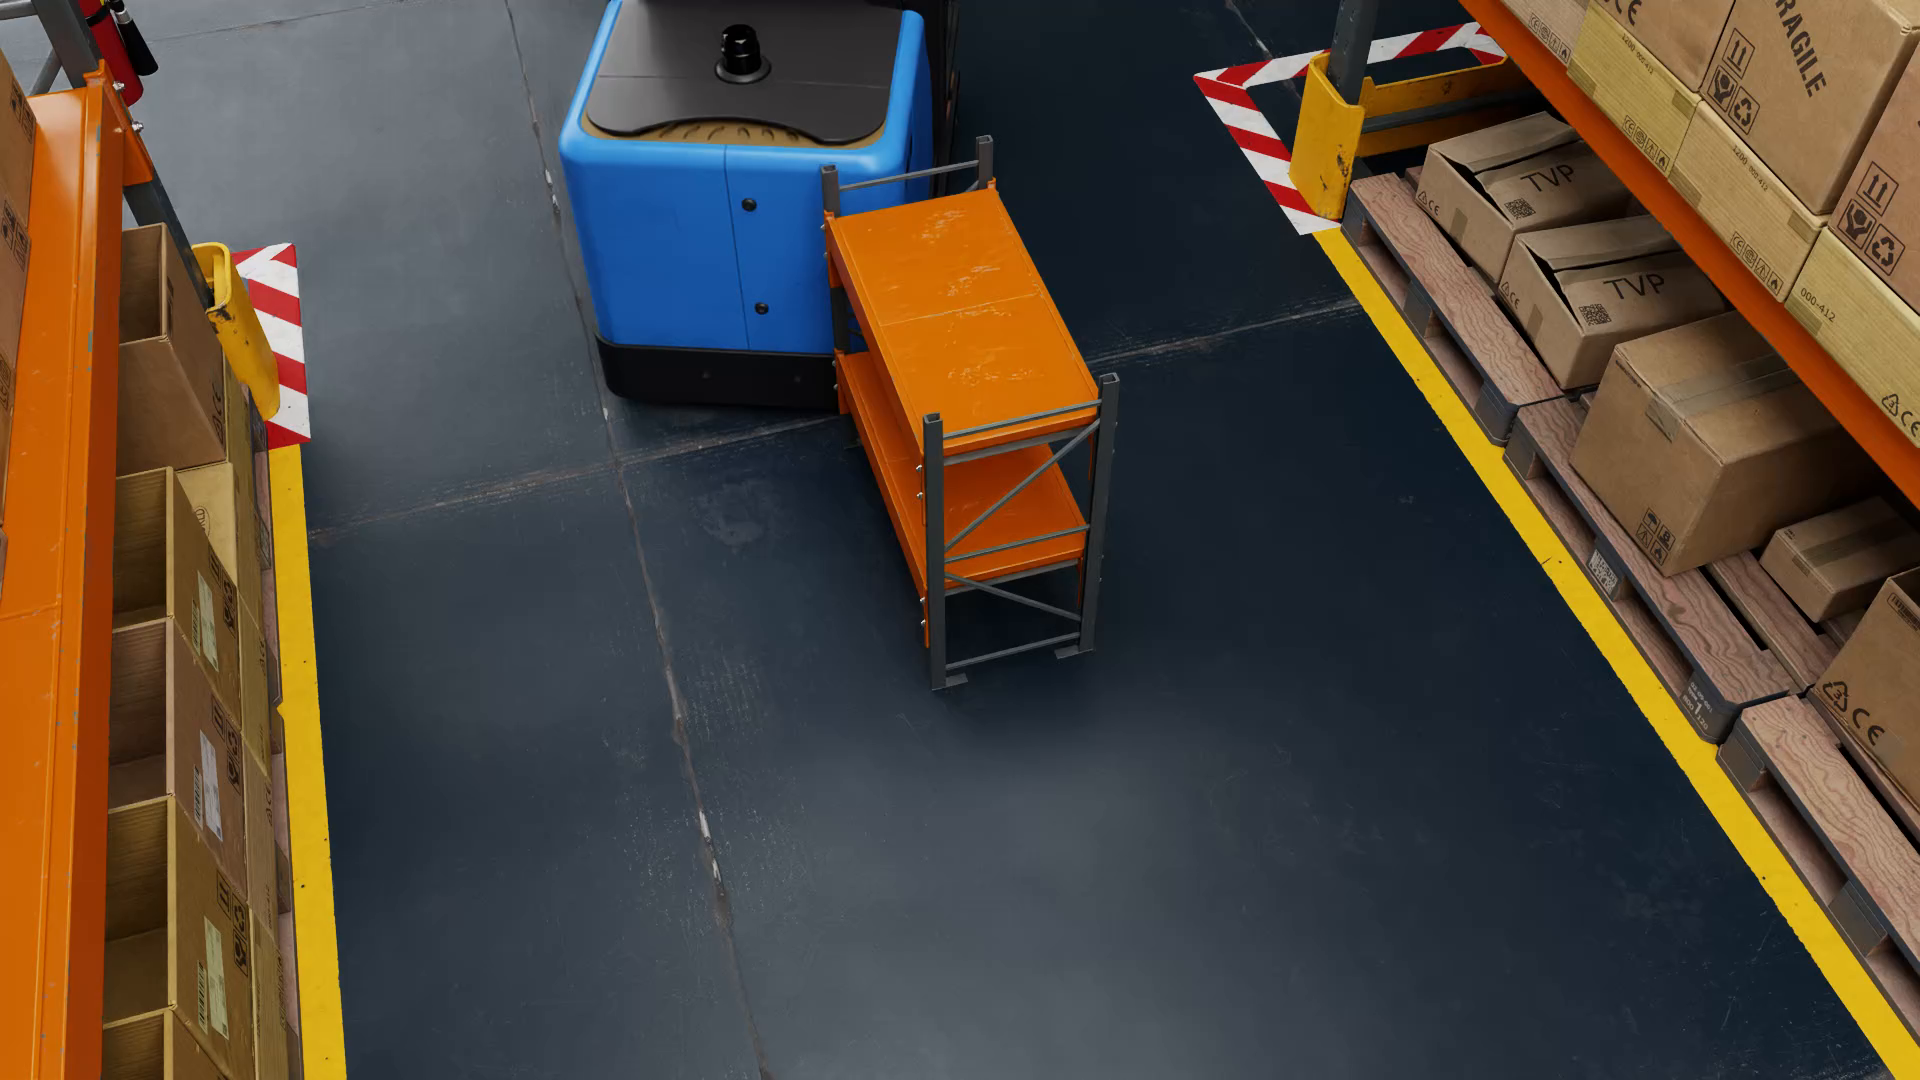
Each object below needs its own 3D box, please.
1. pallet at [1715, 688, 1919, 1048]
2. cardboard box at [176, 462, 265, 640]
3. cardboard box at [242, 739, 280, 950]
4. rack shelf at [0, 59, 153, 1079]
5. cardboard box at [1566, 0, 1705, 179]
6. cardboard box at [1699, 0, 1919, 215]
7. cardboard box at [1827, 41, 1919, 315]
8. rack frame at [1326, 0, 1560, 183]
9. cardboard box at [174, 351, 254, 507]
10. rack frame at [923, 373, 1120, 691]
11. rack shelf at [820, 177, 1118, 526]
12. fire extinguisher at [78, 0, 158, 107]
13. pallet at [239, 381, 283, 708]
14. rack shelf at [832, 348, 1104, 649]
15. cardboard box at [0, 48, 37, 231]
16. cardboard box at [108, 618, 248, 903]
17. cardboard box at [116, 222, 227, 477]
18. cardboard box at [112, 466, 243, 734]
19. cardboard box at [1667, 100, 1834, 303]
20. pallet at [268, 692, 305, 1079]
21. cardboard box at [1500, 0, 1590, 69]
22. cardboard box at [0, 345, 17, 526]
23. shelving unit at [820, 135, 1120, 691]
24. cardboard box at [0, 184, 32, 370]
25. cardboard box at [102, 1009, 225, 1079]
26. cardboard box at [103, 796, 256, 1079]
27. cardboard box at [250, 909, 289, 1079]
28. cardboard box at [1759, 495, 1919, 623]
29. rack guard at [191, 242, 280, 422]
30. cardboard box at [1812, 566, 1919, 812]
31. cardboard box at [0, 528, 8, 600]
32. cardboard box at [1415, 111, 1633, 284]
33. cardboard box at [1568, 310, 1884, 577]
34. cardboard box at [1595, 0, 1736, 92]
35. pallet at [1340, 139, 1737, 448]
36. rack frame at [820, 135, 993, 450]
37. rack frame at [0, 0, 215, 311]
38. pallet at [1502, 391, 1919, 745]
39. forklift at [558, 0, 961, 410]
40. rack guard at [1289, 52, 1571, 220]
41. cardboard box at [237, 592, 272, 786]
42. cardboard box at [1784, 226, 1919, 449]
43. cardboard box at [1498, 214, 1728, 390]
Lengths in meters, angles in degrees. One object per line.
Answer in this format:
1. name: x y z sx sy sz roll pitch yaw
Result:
1. pallet: 2.794 0.864 4.384 1.003 0.211 1.213 -13 51 -11
2. cardboard box: -2.287 0.087 4.738 0.500 0.250 0.500 -13 51 -11
3. cardboard box: -1.992 0.818 4.123 0.500 0.250 0.500 -13 51 -11
4. rack shelf: -2.296 0.342 3.471 1.077 0.370 4.000 -13 51 -11
5. cardboard box: 1.997 -1.254 4.431 0.500 0.250 0.500 -14 51 -12
6. cardboard box: 2.145 -1.141 3.844 0.500 0.500 0.500 -12 51 -10
7. cardboard box: 2.299 -0.761 3.524 0.500 0.500 0.500 -15 51 -12
8. rack frame: 1.843 -2.474 5.374 1.000 3.000 0.127 -13 51 -11
9. cardboard box: -2.447 -0.275 5.044 0.500 0.250 0.500 -13 51 -11
10. rack frame: 0.152 0.014 4.503 0.500 1.125 0.032 -13 51 -11
11. rack shelf: 0.002 -0.546 4.592 0.538 0.278 1.000 -13 51 -11
12. fire extinguisher: -2.479 -1.517 4.618 0.296 0.674 0.183 -13 51 -11
13. pallet: -2.621 0.097 5.030 1.003 0.211 1.213 -13 51 -11
14. rack shelf: 0.002 -0.200 5.003 0.538 0.278 1.000 -13 51 -11
15. cardboard box: -2.762 -1.039 4.099 0.700 0.500 0.500 -13 51 -11
16. cardboard box: -1.988 0.575 3.837 0.500 0.500 0.500 -13 51 -11
17. cardboard box: -2.445 -0.517 4.758 0.500 0.500 0.500 -13 51 -11
18. cardboard box: -2.135 0.210 4.145 0.500 0.500 0.500 -13 51 -11
19. cardboard box: 2.144 -0.885 4.119 0.500 0.250 0.500 -13 51 -11
20. pallet: -2.264 0.986 4.280 1.003 0.211 1.213 -13 51 -11
21. cardboard box: 1.852 -1.628 4.745 0.500 0.250 0.500 -15 51 -12
22. cardboard box: -2.461 -0.293 3.470 0.700 0.500 0.500 -13 51 -11
23. shelving unit: 0.002 -0.358 4.816 0.538 1.125 1.048 -13 51 -11
24. cardboard box: -2.602 -0.657 3.777 0.700 0.500 0.500 -12 51 -10
25. cardboard box: -1.698 1.307 3.220 0.500 0.500 0.500 -13 51 -11
26. cardboard box: -1.839 0.940 3.529 0.500 0.500 0.500 -13 51 -11
27. cardboard box: -1.838 1.181 3.816 0.500 0.250 0.500 -13 51 -11
28. cardboard box: 2.572 0.052 4.821 0.380 0.149 0.250 -17 52 -14
29. rack guard: -2.895 -0.563 5.398 1.175 0.500 0.348 -13 51 -11
30. cardboard box: 2.681 0.363 4.330 0.500 0.500 0.500 -17 52 -14
31. cardboard box: -2.301 0.091 3.146 0.700 0.500 0.500 -12 51 -10
32. cardboard box: 1.962 -1.223 5.790 0.500 0.311 0.500 -19 52 -15
33. cardboard box: 2.300 -0.321 4.906 0.700 0.500 0.500 -16 52 -13
34. cardboard box: 1.981 -1.515 4.160 0.500 0.500 0.500 -15 51 -12
35. pallet: 2.072 -0.918 5.886 1.003 0.211 1.213 -13 51 -11
36. rack frame: -0.148 -0.729 5.129 0.500 1.125 0.032 -13 51 -11
37. rack frame: -2.888 -1.351 4.427 1.000 3.000 0.127 -13 51 -11
38. pallet: 2.429 -0.029 5.136 1.003 0.211 1.213 -13 51 -11
39. forklift: -0.576 -2.501 5.441 1.130 2.935 3.031 3 50 3
40. rack guard: 1.866 -1.613 6.283 1.175 0.500 0.348 -13 51 -11
41. cardboard box: -2.138 0.452 4.431 0.500 0.250 0.500 -13 51 -11
42. cardboard box: 2.294 -0.517 3.809 0.500 0.250 0.500 -14 51 -11
43. cardboard box: 2.131 -0.807 5.439 0.500 0.311 0.500 -10 51 -8
